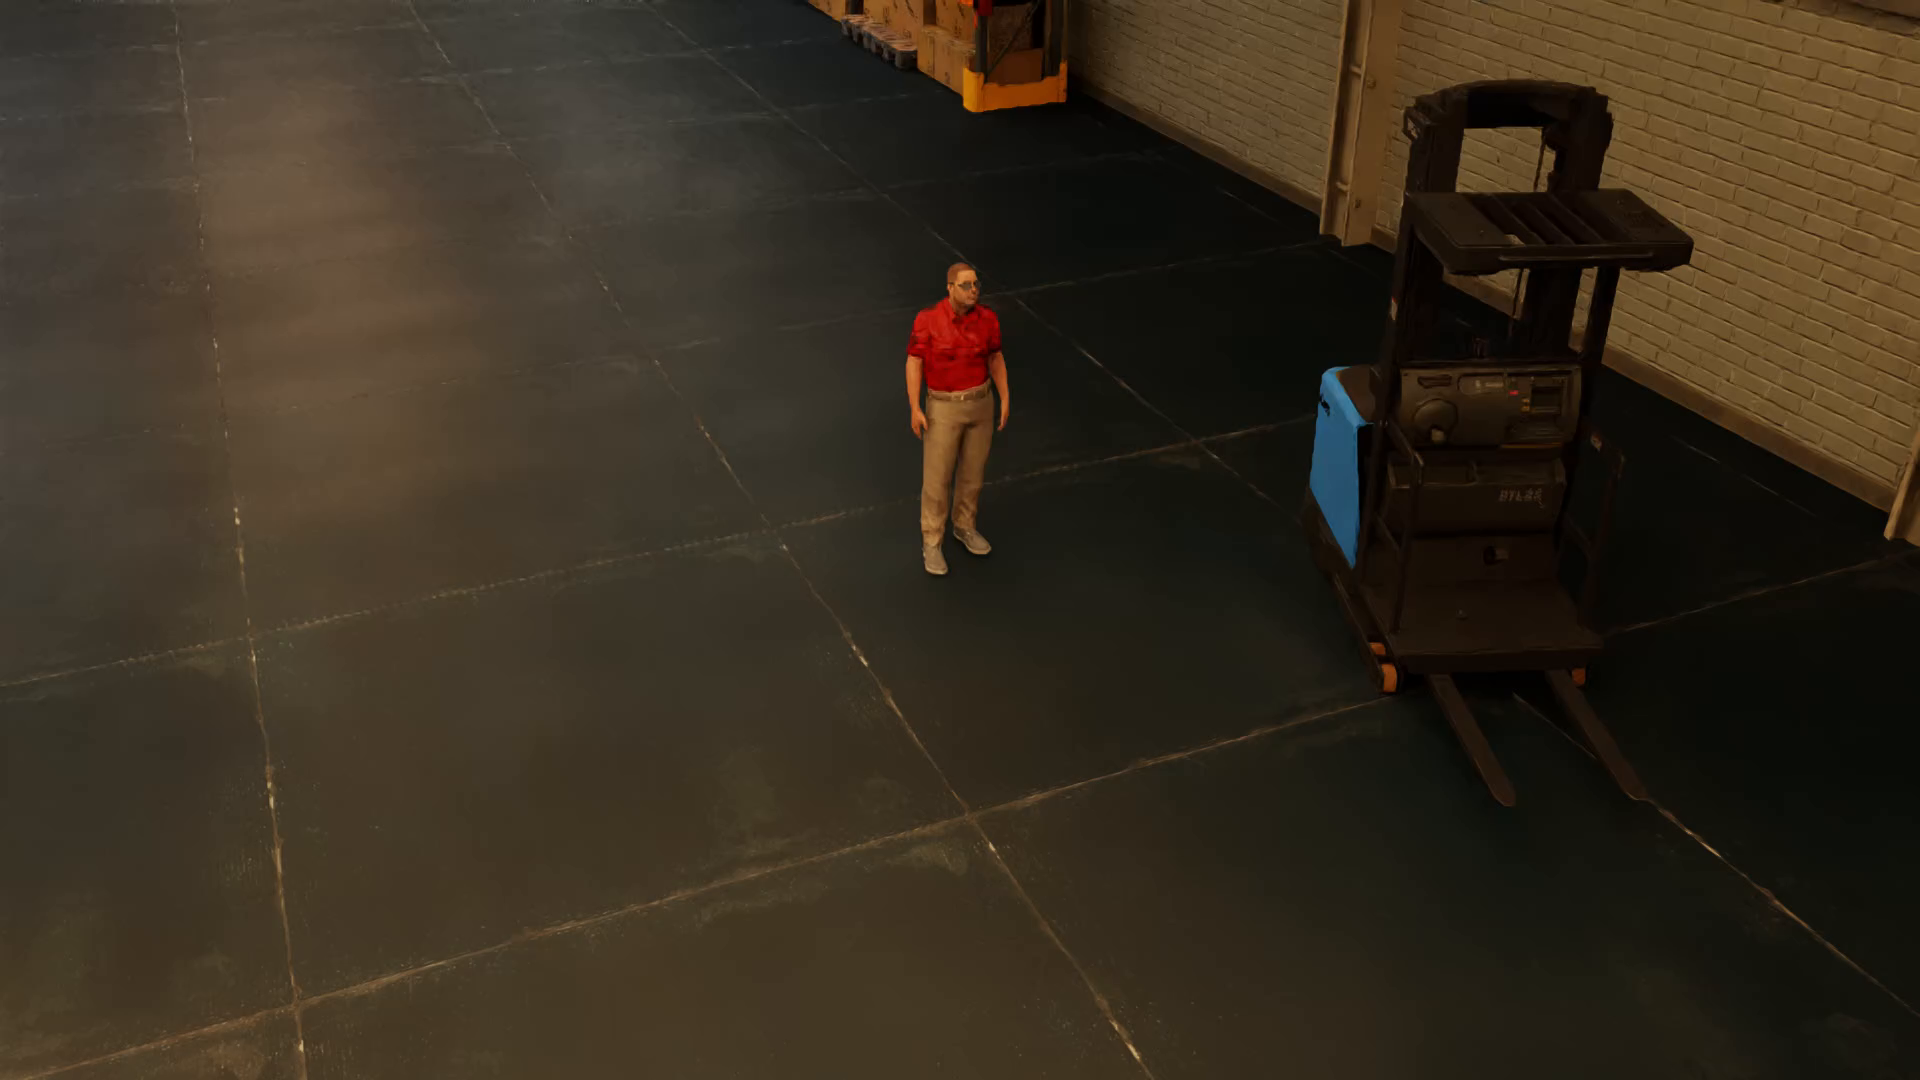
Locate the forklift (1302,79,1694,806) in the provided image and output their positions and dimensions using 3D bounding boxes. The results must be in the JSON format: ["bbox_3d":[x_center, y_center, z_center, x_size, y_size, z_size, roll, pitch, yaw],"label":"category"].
[{"bbox_3d":[2.698,-0.639,8.237,1.130,2.935,3.031,-2,30,-3],"label":"forklift"}]

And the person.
[{"bbox_3d":[0.025,-0.713,9.564,0.640,1.726,0.550,-12,32,-20],"label":"person"}]
